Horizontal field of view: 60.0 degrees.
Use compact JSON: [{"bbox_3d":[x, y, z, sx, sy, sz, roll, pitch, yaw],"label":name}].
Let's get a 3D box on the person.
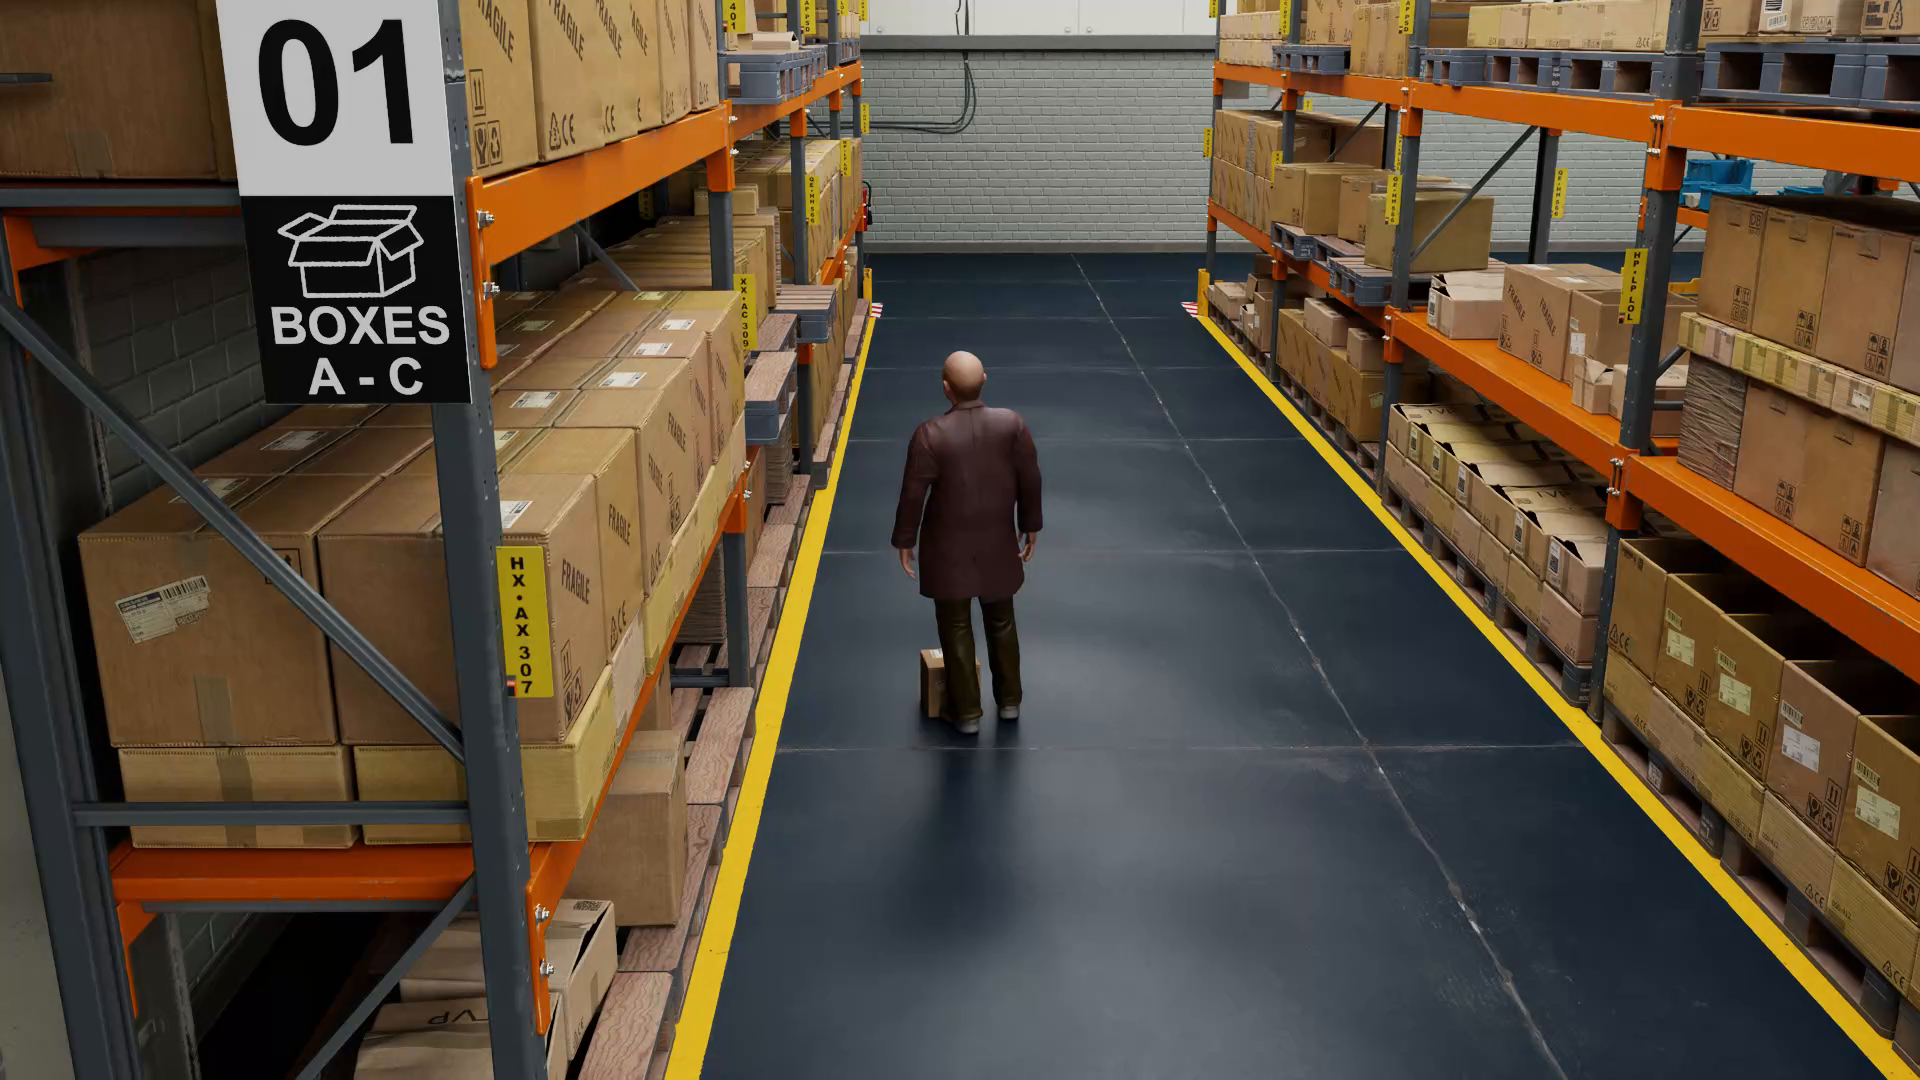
[{"bbox_3d":[0.018,-0.008,7.562,0.698,1.777,0.581,-4,17,-12],"label":"person"}]
